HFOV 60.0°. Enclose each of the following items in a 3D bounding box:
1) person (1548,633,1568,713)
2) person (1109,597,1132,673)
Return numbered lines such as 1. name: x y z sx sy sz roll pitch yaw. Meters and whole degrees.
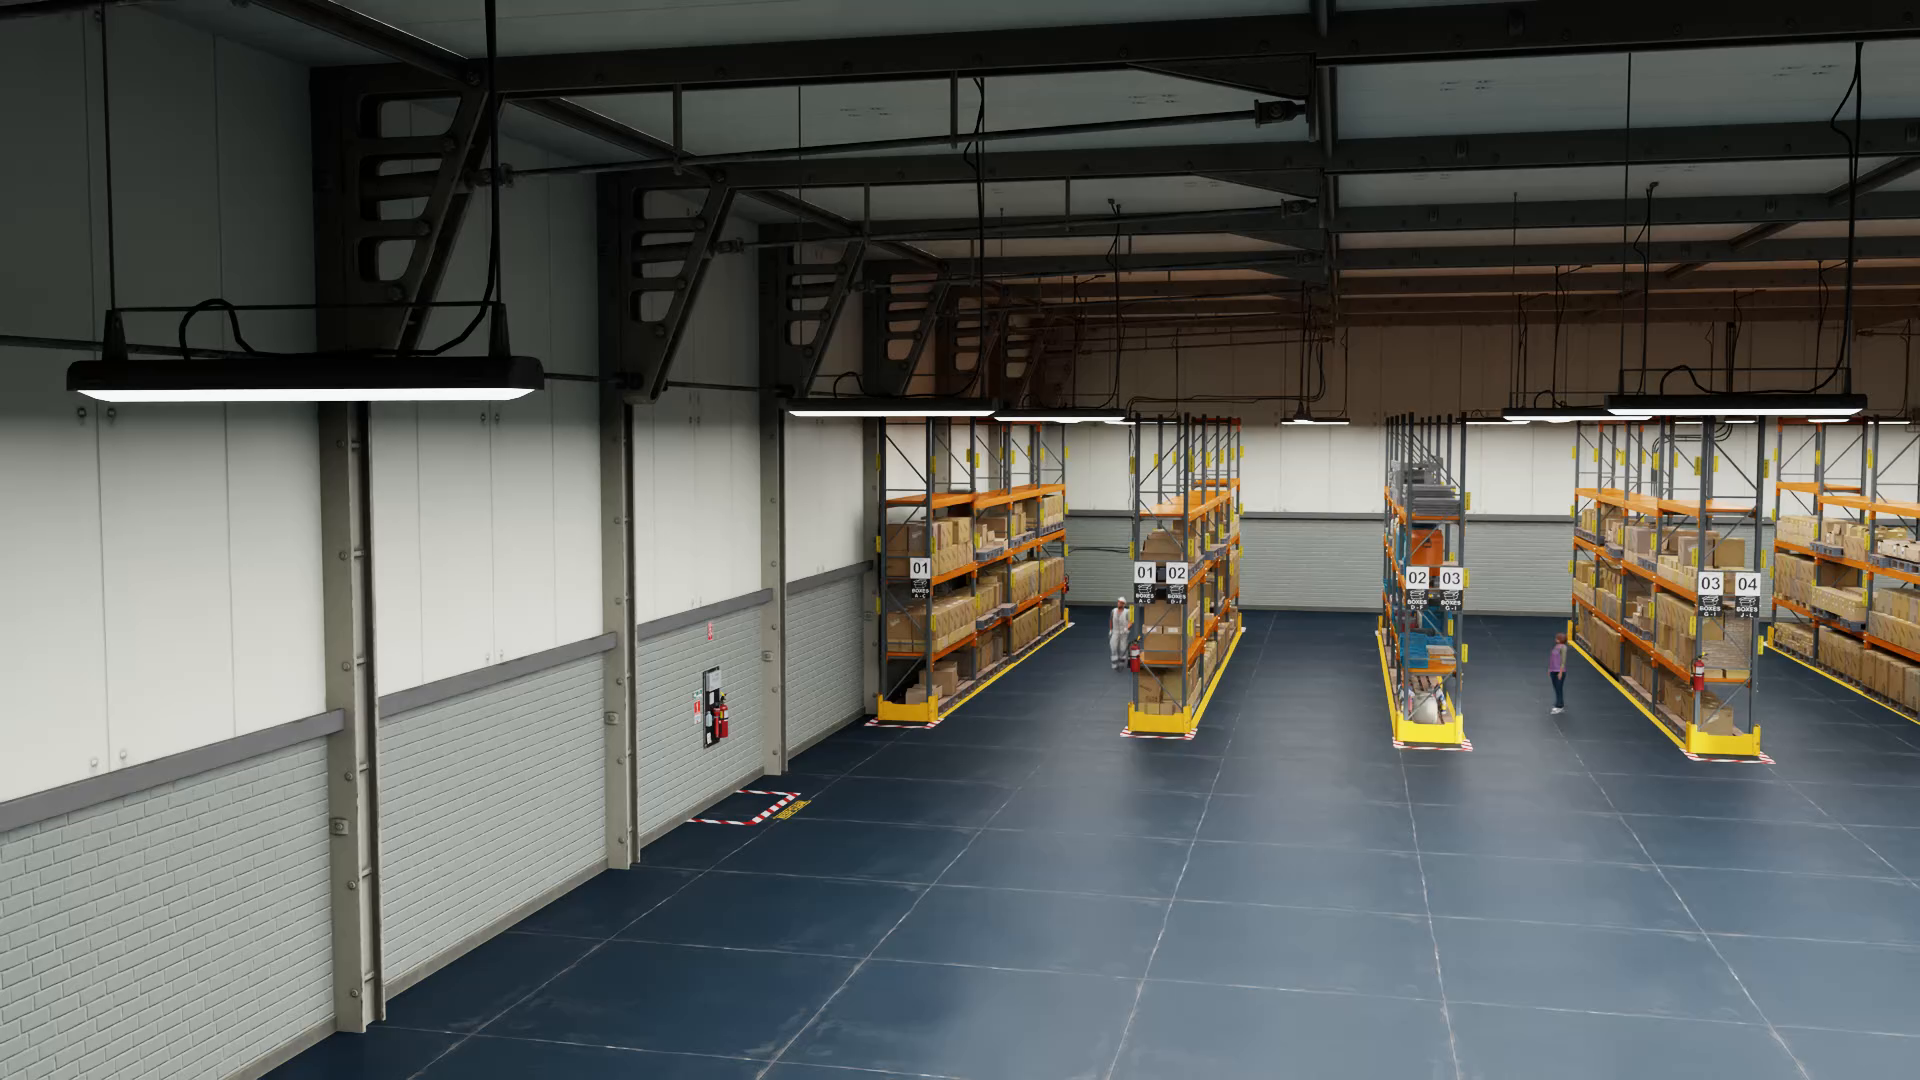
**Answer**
1. person: 12.034 2.672 33.485 0.488 1.618 0.431 -2 4 -24
2. person: 3.766 2.244 39.066 0.591 1.811 0.877 1 4 14
